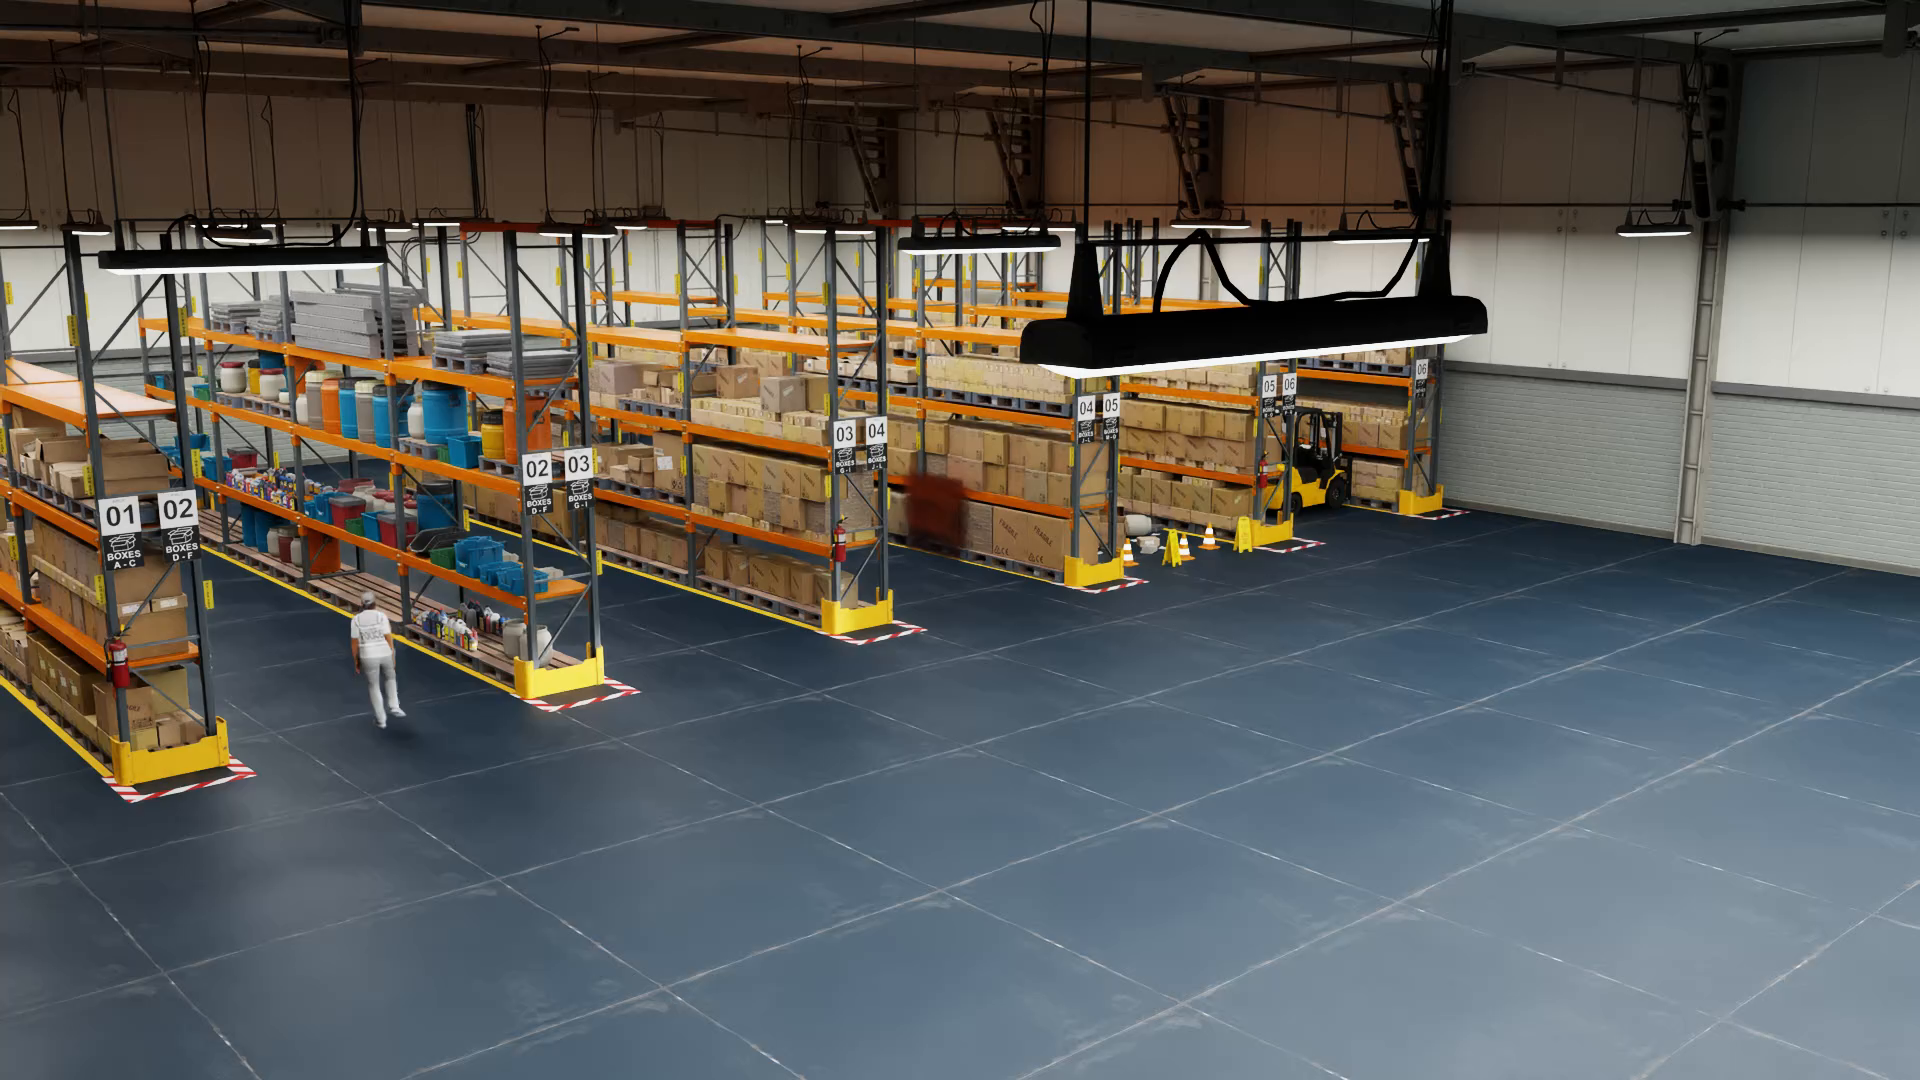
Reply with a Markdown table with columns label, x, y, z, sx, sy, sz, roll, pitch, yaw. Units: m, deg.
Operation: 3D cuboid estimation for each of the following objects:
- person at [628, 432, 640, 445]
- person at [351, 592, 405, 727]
| label | x | y | z | sx | sy | sz | roll | pitch | yaw |
| --- | --- | --- | --- | --- | --- | --- | --- | --- | --- |
| person | -8.115 | -2.739 | 41.414 | 0.713 | 1.573 | 0.429 | -3 | 12 | -13 |
| person | -7.169 | 1.460 | 20.437 | 0.545 | 1.651 | 0.526 | -7 | 13 | -31 |
